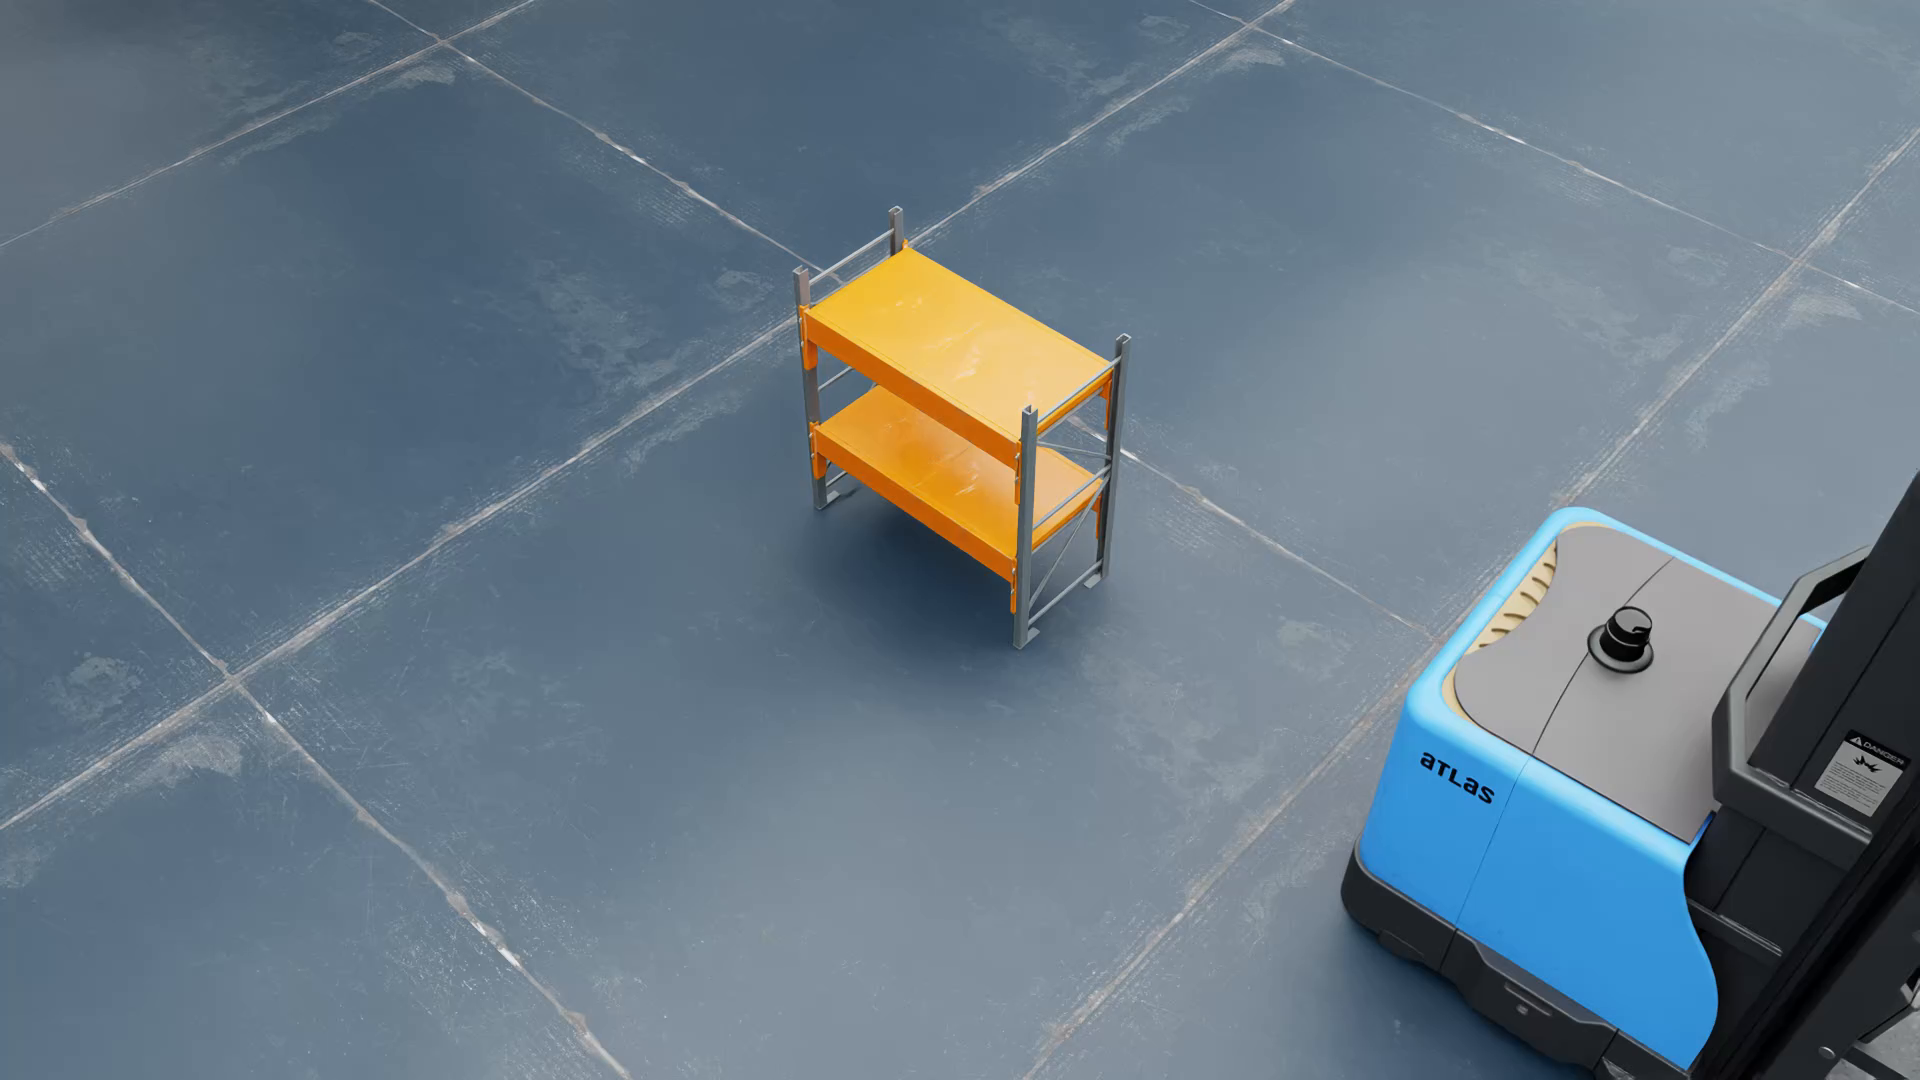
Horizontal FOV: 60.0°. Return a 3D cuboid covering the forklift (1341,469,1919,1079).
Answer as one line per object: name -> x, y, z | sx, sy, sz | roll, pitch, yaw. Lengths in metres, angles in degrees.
forklift -> 2.632, 0.563, 3.711 | 3.031, 2.935, 1.130 | 31, 54, 26

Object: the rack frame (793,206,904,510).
rack frame -> -0.379, -0.640, 6.079 | 0.032, 1.125, 0.500 | 34, 55, 28

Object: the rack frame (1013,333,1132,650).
rack frame -> 0.369, -0.137, 5.607 | 0.032, 1.125, 0.500 | 34, 55, 28

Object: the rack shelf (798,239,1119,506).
rack shelf -> -0.005, -0.589, 5.630 | 1.000, 0.278, 0.538 | 34, 55, 28

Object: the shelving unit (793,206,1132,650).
shelving unit -> -0.005, -0.388, 5.843 | 1.048, 1.125, 0.538 | 34, 55, 28

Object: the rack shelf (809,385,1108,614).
rack shelf -> -0.005, -0.221, 6.021 | 1.000, 0.278, 0.538 | 34, 55, 28
